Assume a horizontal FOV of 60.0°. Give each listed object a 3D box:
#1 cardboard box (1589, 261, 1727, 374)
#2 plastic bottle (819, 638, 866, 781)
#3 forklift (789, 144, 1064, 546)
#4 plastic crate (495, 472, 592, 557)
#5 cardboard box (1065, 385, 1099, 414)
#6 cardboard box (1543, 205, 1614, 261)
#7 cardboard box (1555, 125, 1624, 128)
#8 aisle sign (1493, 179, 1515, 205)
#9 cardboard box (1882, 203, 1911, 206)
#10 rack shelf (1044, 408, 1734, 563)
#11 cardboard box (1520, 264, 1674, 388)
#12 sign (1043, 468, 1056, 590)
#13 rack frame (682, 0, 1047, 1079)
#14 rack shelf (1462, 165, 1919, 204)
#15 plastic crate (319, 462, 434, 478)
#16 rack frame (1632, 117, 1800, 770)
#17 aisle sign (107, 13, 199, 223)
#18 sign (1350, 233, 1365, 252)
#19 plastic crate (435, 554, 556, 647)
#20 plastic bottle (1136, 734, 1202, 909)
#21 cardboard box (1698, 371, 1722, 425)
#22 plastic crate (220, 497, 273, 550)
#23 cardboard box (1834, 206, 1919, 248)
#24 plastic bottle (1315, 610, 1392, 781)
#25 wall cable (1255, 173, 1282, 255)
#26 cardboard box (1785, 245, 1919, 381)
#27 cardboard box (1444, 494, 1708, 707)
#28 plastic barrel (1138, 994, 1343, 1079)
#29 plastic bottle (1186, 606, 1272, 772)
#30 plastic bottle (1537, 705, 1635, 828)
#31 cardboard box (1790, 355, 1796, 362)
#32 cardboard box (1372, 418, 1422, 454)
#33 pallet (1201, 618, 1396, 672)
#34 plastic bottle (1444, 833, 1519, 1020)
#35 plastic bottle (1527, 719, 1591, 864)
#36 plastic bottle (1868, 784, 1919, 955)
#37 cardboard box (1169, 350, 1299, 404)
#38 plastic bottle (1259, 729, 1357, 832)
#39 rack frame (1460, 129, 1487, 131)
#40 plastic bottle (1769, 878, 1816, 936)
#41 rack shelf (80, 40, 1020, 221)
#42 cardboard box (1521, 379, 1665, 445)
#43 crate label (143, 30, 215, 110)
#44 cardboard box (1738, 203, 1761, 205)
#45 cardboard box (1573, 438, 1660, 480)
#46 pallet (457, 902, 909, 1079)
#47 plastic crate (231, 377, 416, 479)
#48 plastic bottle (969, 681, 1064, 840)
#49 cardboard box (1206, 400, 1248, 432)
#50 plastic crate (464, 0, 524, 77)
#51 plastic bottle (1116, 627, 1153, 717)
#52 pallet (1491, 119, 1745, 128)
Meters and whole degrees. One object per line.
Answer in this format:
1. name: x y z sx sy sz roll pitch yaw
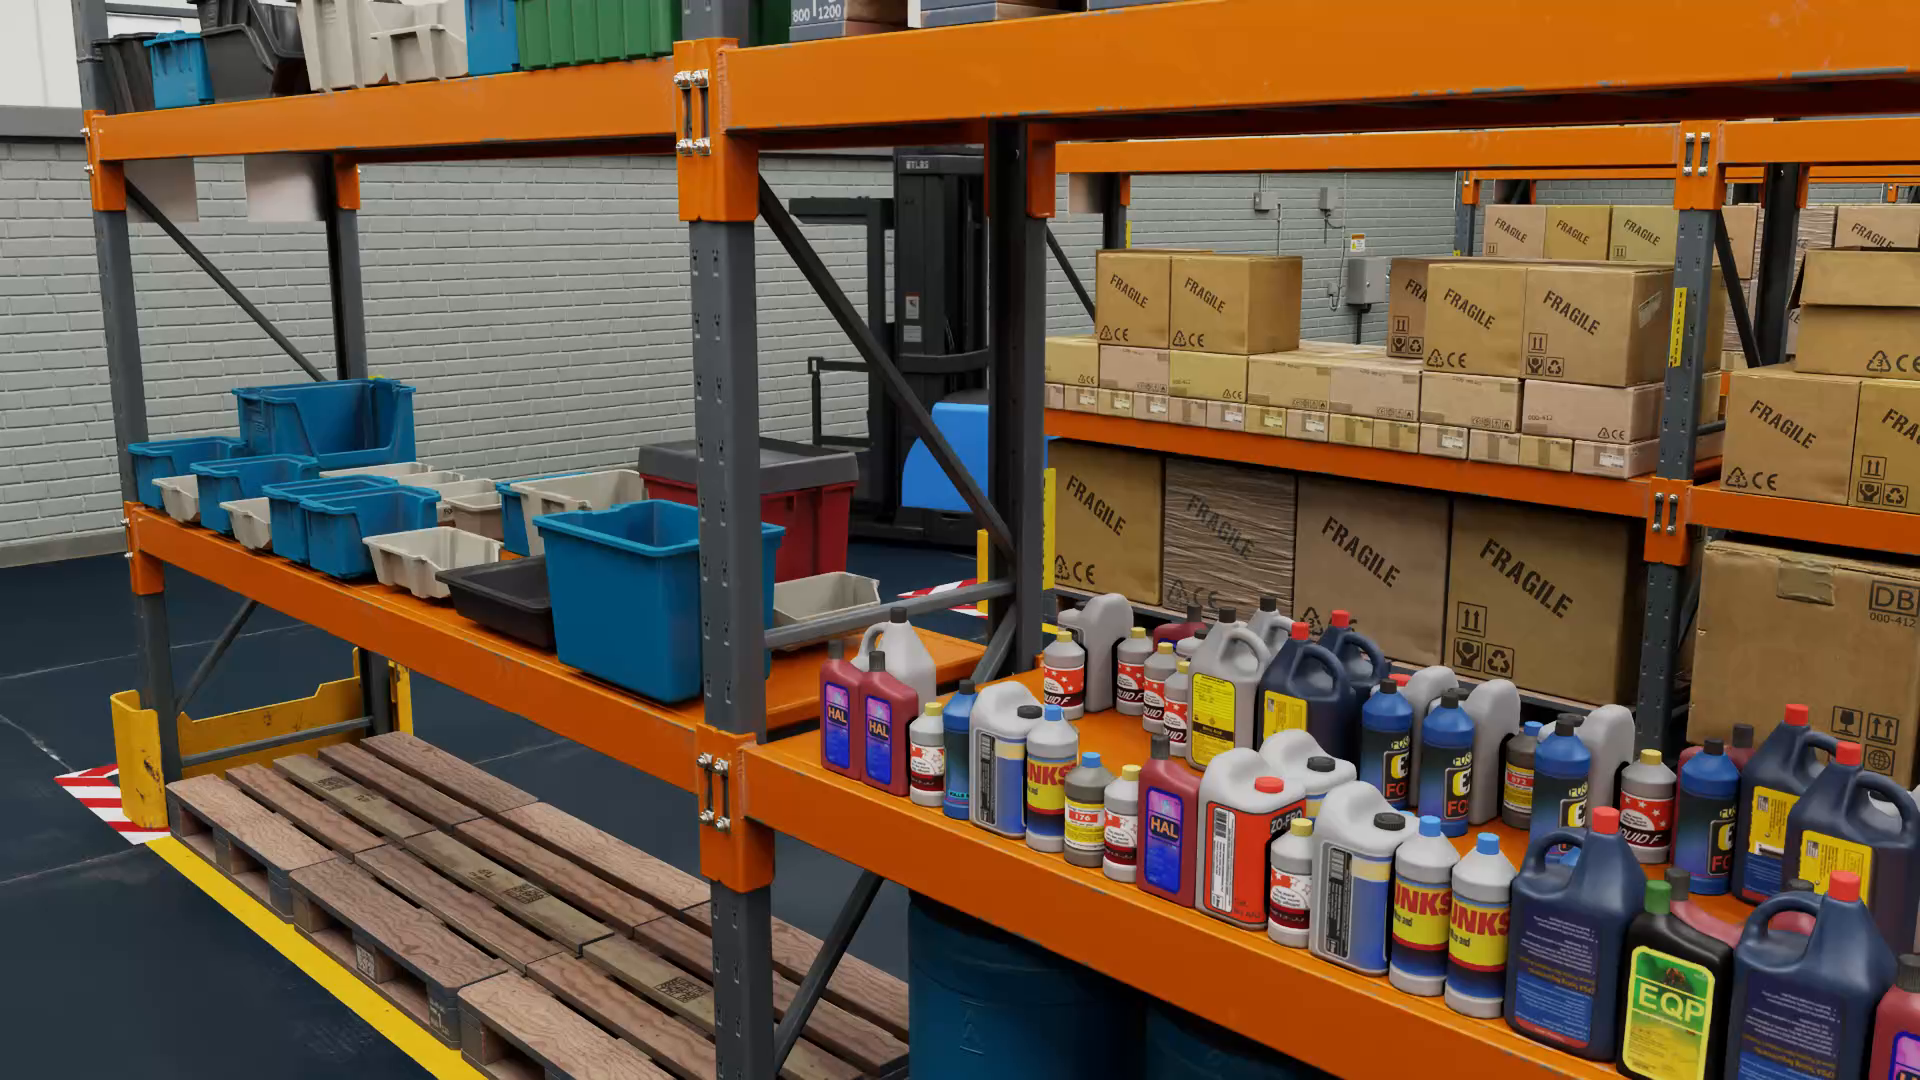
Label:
1. cardboard box: 3.253 -1.048 7.841 0.500 0.500 0.500 -11 16 -43
2. plastic bottle: -0.238 0.357 3.533 0.061 0.283 0.133 -11 16 -43
3. forklift: -0.600 -1.512 12.487 3.031 2.935 1.130 6 13 26
4. plastic crate: -1.342 -0.080 5.632 0.416 0.233 0.300 -11 16 -43
5. cardboard box: 0.821 -0.829 9.623 0.380 0.149 0.250 -11 16 -43
6. cardboard box: 4.765 -2.272 12.544 0.500 0.500 0.500 -10 15 -41
7. cardboard box: 4.780 -2.980 12.382 0.500 0.250 0.500 -10 15 -41
8. aisle sign: 4.460 -3.089 13.528 0.394 0.787 0.004 -11 16 -43
9. cardboard box: 8.734 -3.042 15.412 0.380 0.149 0.250 -11 16 -42
10. rack shelf: 2.018 -0.443 8.909 1.077 0.370 4.000 -11 16 -43
11. cardboard box: 2.888 -0.972 7.474 0.500 0.500 0.500 -10 15 -41
12. sign: 0.216 -0.025 4.412 0.100 0.325 0.005 -11 16 -43
13. rack frame: -0.181 0.187 4.072 0.949 2.616 0.053 -11 16 -43
14. rack shelf: 5.675 -2.588 11.889 1.077 0.370 4.000 -11 16 -43
15. plastic crate: -2.251 -0.203 6.468 0.396 0.136 0.243 -11 16 -43
16. rack frame: 3.399 -0.503 7.419 1.000 3.000 0.127 -11 16 -43
17. aisle sign: -3.210 -1.639 6.491 0.394 0.787 0.004 -11 16 -43
18. sign: 5.330 -3.986 22.278 0.339 0.242 0.001 -11 16 -43
19. plastic crate: -1.150 0.167 4.702 0.437 0.125 0.590 -11 16 -43
20. plastic bottle: 0.375 0.487 2.904 0.061 0.283 0.133 -11 16 -43
21. cardboard box: 3.264 -0.680 7.915 0.500 0.250 0.500 -11 16 -44
22. plastic crate: -2.383 -0.058 5.762 0.250 0.136 0.298 -11 16 -43
23. cardboard box: 6.175 -1.969 11.074 0.500 0.500 0.500 11 16 43
24. plastic bottle: 0.816 0.327 3.514 0.144 0.351 0.185 -11 16 -43
25. wall cable: 3.893 -3.800 20.829 0.585 1.953 0.123 -11 16 -43
26. cardboard box: 3.846 -0.951 6.861 0.637 0.503 0.797 11 16 44
27. cardboard box: 3.001 0.224 8.113 0.875 0.875 0.875 -11 16 -43
28. plastic barrel: 0.669 1.194 3.340 0.600 0.901 0.708 -11 16 -43
29. plastic bottle: 0.584 0.320 3.547 0.144 0.351 0.185 -11 16 -43
30. plastic bottle: 1.177 0.441 3.146 0.152 0.276 0.135 -11 16 -43
31. cardboard box: 5.922 -1.212 11.482 0.250 0.149 0.380 11 16 43
32. cardboard box: 2.241 -0.529 8.168 0.380 0.149 0.250 -11 16 -42
33. pallet: 2.084 0.563 9.157 1.003 0.211 1.213 -11 16 -43
34. plastic bottle: 0.788 0.575 2.507 0.097 0.271 0.097 0 12 0
35. plastic bottle: 1.099 0.463 3.049 0.097 0.271 0.097 0 12 0
36. plastic bottle: 1.556 0.521 2.756 0.152 0.276 0.135 -11 16 -43
37. cardboard box: 1.481 -0.903 8.993 0.500 0.250 0.500 11 16 43
38. plastic bottle: 0.610 0.483 2.943 0.152 0.276 0.135 -11 16 -43
39. rack frame: 4.294 -4.702 12.931 1.000 3.000 0.127 -11 16 -43
40. plastic bottle: 1.179 0.615 2.284 0.061 0.283 0.133 -11 16 -43
41. rack shelf: -1.564 -1.222 5.256 1.077 0.370 4.000 -11 16 -43
42. cardboard box: 2.904 -0.603 7.540 0.500 0.250 0.500 -11 16 -44
43. crate label: -2.542 -1.613 5.743 0.408 0.251 0.502 -11 16 -43
44. cardboard box: 7.849 -3.234 16.341 0.380 0.149 0.250 -10 16 -41
45. cardboard box: 2.952 -0.379 7.439 0.380 0.149 0.250 -11 16 -42
46. pallet: -0.719 1.451 4.845 1.003 0.211 1.213 -11 16 -43
47. plastic crate: -2.579 -0.420 6.782 0.616 0.435 0.499 -11 16 -43
48. plastic bottle: 0.114 0.422 3.237 0.152 0.276 0.135 -11 16 -43
49. cardboard box: 1.533 -0.679 8.894 0.380 0.149 0.250 -11 16 -43
50. plastic crate: -1.043 -1.288 4.213 0.416 0.233 0.300 -11 16 -43
51. plastic bottle: 0.423 0.310 3.965 0.097 0.201 0.097 0 12 0
52. pallet: 2.842 -2.050 7.712 1.003 0.211 1.213 -11 16 -43
